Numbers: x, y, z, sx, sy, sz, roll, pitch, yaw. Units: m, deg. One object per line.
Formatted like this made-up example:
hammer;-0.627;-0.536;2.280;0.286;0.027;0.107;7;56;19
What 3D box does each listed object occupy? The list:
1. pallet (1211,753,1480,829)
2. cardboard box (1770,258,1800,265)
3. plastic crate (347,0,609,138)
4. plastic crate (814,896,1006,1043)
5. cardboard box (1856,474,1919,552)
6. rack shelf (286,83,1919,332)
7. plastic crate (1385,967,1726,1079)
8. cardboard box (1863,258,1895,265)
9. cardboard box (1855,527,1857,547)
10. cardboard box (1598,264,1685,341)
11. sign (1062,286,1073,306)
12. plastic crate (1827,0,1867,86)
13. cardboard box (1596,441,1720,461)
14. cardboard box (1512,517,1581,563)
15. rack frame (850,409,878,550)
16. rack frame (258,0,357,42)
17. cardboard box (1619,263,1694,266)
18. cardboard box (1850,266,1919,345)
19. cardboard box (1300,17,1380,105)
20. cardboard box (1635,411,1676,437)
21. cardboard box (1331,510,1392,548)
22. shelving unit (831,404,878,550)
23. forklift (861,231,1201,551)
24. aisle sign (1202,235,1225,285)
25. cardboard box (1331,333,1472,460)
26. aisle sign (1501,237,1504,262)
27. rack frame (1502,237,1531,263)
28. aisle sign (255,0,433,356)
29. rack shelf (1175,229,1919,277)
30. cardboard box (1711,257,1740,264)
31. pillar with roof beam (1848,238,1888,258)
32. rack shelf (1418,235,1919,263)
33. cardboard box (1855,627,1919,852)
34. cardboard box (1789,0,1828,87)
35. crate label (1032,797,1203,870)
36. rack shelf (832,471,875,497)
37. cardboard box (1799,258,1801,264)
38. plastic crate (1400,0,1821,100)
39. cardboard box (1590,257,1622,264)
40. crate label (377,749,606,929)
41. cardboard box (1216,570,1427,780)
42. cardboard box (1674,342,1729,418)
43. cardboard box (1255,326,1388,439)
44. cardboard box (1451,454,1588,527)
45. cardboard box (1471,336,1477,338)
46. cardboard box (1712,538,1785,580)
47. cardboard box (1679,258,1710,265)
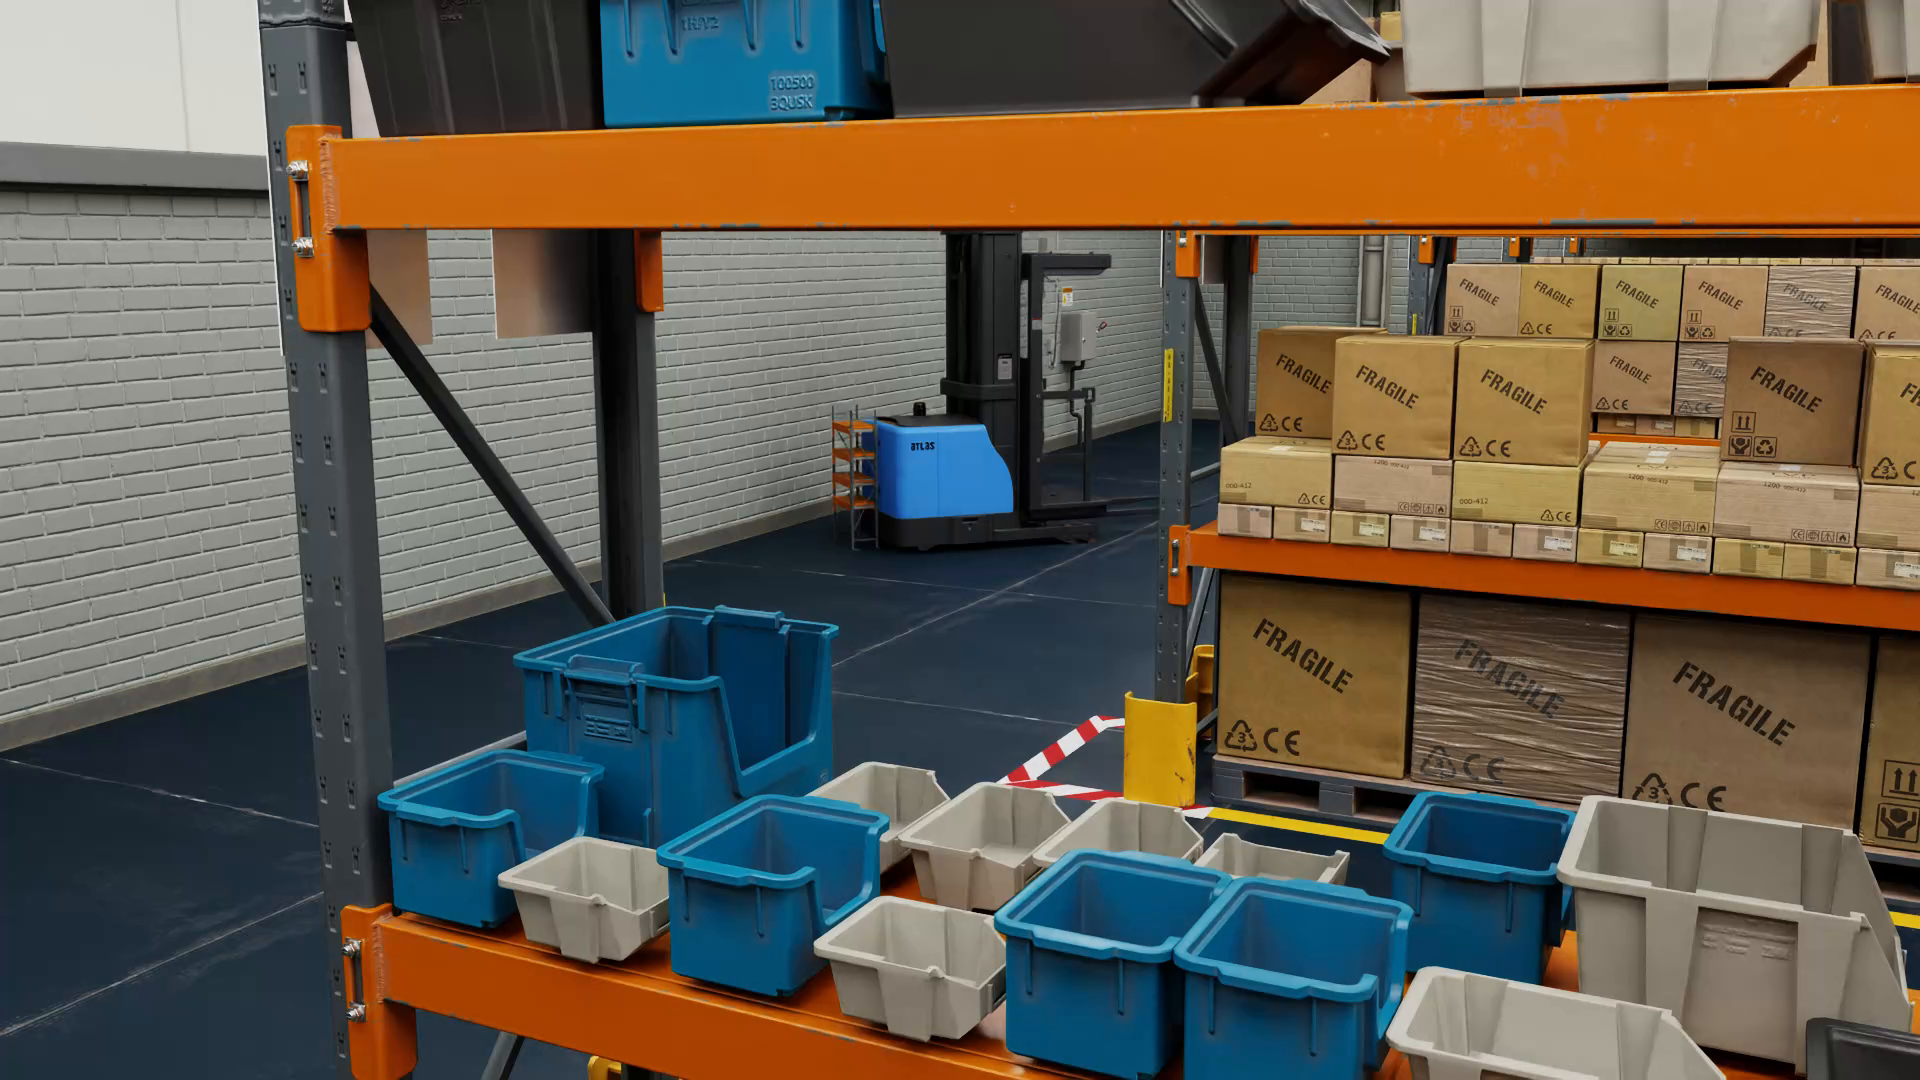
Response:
pallet;1.944;1.102;8.051;1.213;0.211;1.003;5;11;26
cardboard box;7.629;-2.533;15.395;0.250;0.149;0.380;5;11;25
plastic crate;-0.777;-0.867;3.041;0.590;0.269;0.497;5;11;26
plastic crate;-0.064;0.734;2.823;0.298;0.136;0.250;5;11;26
cardboard box;3.802;-0.112;6.510;0.500;0.250;0.500;5;12;28
rack shelf;0.794;-0.494;2.637;4.000;0.370;1.077;5;11;26
plastic crate;0.893;0.796;2.480;0.466;0.136;0.293;5;11;26
cardboard box;8.340;-2.482;15.110;0.250;0.149;0.380;5;11;26
cardboard box;3.953;-0.020;7.126;0.250;0.149;0.380;5;11;24
cardboard box;4.675;-1.632;11.400;0.500;0.500;0.500;5;11;25
sign;1.360;-3.082;21.019;0.001;0.242;0.339;5;11;26
plastic crate;1.595;-0.768;2.496;0.590;0.269;0.497;5;11;26
cardboard box;3.124;-0.277;7.425;0.500;0.250;0.500;5;11;26
cardboard box;2.519;-0.016;7.100;0.250;0.149;0.380;5;11;25
rack frame;-0.818;-0.511;14.185;0.240;1.200;0.015;-4;11;-22
rack frame;-0.999;-2.482;3.176;0.127;3.000;1.000;5;11;26
cardboard box;4.923;-1.717;11.871;0.500;0.500;0.500;6;12;29
cardboard box;6.057;-1.511;10.735;0.500;0.500;0.500;5;11;24
cardboard box;1.682;-2.070;7.580;0.500;0.500;0.700;4;11;22
cardboard box;4.821;-0.813;11.504;0.250;0.149;0.380;5;11;25
cardboard box;1.825;-0.077;7.436;0.250;0.149;0.380;5;11;24
shelving unit;-0.911;-0.552;14.407;0.258;1.200;0.503;-4;11;-22
forklift;0.682;-1.492;14.746;3.031;2.935;1.130;-4;11;-22
aisle sign;1.260;-1.654;8.146;0.004;0.787;0.394;5;11;26
cardboard box;1.952;-0.642;7.336;0.500;0.500;0.500;5;11;24
aisle sign;5.384;-3.142;16.370;0.004;0.787;0.394;5;11;26
rack frame;5.577;-1.904;16.826;0.127;3.000;1.000;5;11;26
aisle sign;-1.195;-0.767;3.248;0.004;0.787;0.394;5;11;26
rack shelf;2.986;-1.285;7.007;4.000;0.370;1.077;5;11;26
cardboard box;7.383;-2.652;16.053;0.250;0.149;0.380;5;12;28
pillar with roof beam;9.227;-4.845;16.232;0.400;9.000;9.100;5;11;26
rack shelf;5.271;-2.070;11.340;4.000;0.370;1.077;5;11;26
cardboard box;4.223;0.768;6.849;0.875;0.875;0.875;5;11;26
cardboard box;3.571;-1.882;6.543;0.500;0.500;0.700;6;12;29
crate label;0.326;0.649;3.295;0.243;0.136;0.396;5;11;26
rack shelf;-0.911;-0.485;14.419;0.258;0.148;0.480;-4;11;-22
cardboard box;8.090;-2.601;15.770;0.250;0.149;0.380;5;11;24
plastic crate;0.852;-0.724;2.217;0.530;0.282;0.437;5;11;26
cardboard box;6.222;-2.644;16.006;0.250;0.149;0.380;5;12;28
crate label;-0.924;0.595;3.322;0.303;0.233;0.416;5;11;26
cardboard box;1.802;0.556;8.025;0.875;0.875;0.875;5;11;26
cardboard box;5.143;-1.103;11.288;0.500;0.500;0.500;5;11;24
cardboard box;1.745;-0.766;8.021;0.500;0.500;0.500;5;11;27
cardboard box;2.421;-0.233;7.178;0.500;0.250;0.500;5;11;24
cardboard box;3.758;-1.221;11.940;0.500;0.500;0.500;6;12;29
cardboard box;3.208;0.045;6.765;0.250;0.149;0.380;5;11;25
cardboard box;6.930;-2.587;15.694;0.250;0.149;0.380;5;11;26
